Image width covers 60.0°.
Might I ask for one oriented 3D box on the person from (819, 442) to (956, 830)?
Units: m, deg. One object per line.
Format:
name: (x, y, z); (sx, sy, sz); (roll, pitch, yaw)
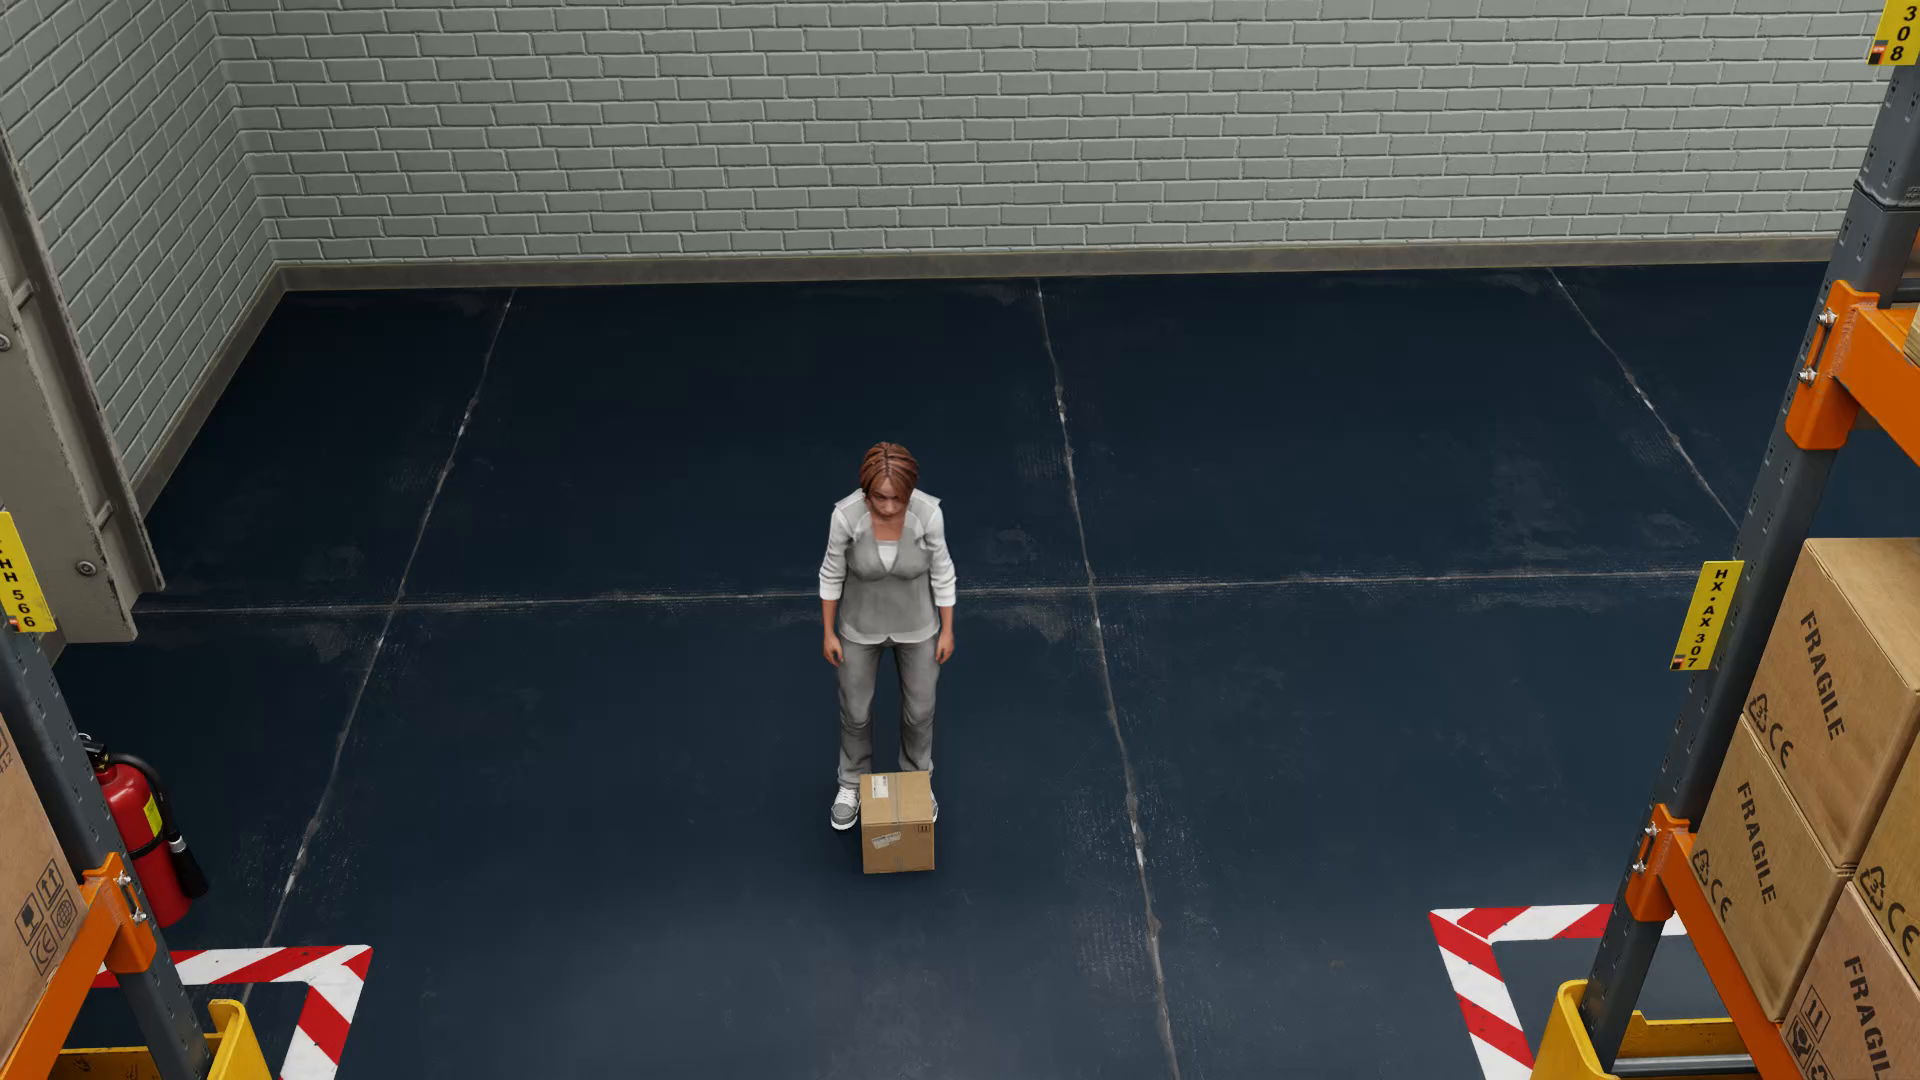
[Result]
person: (-0.246, 0.323, 5.708); (0.466, 1.592, 0.349); (-2, 36, -3)
